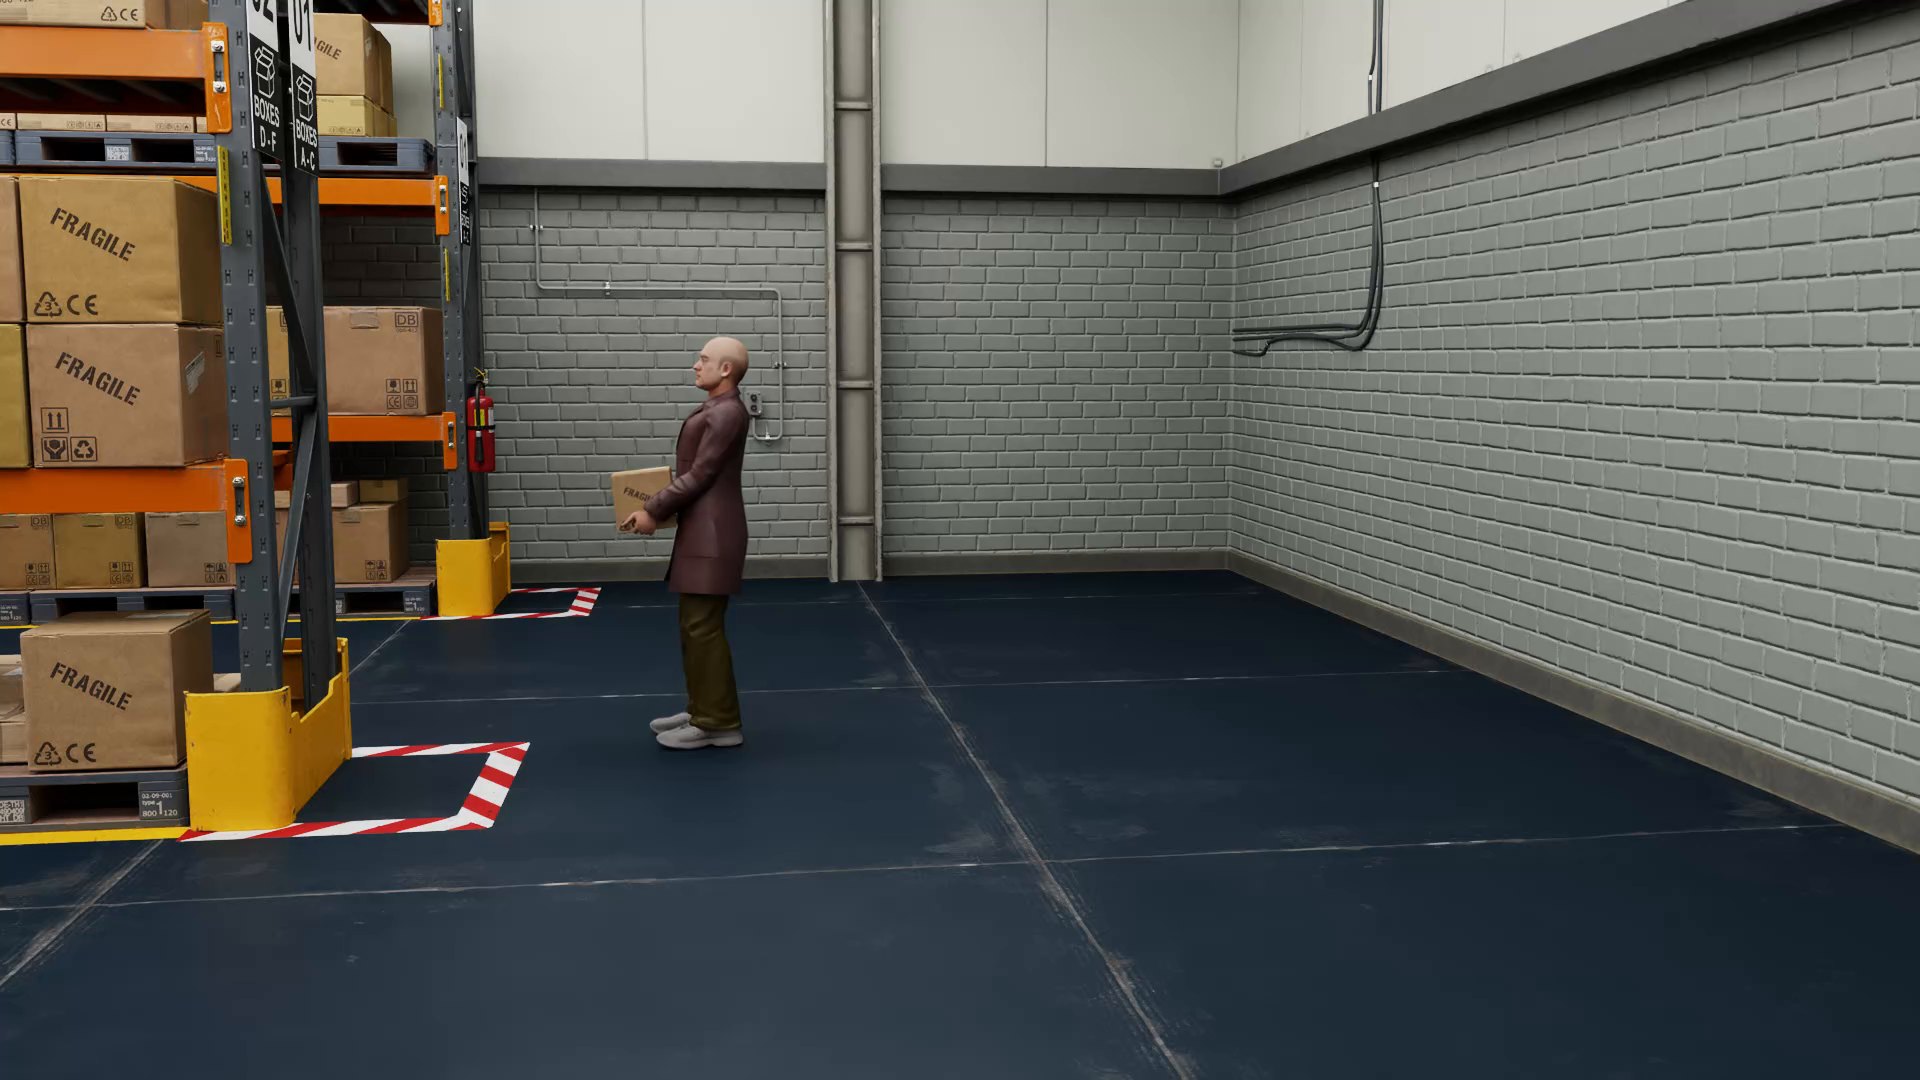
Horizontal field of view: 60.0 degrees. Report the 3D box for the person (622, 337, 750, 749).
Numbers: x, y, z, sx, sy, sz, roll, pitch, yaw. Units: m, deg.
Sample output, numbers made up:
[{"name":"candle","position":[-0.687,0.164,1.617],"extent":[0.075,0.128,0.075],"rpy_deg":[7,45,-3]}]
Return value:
[{"name":"person","position":[-1.184,0.006,7.240],"extent":[0.553,1.769,0.526],"rpy_deg":[-1,6,-9]}]
